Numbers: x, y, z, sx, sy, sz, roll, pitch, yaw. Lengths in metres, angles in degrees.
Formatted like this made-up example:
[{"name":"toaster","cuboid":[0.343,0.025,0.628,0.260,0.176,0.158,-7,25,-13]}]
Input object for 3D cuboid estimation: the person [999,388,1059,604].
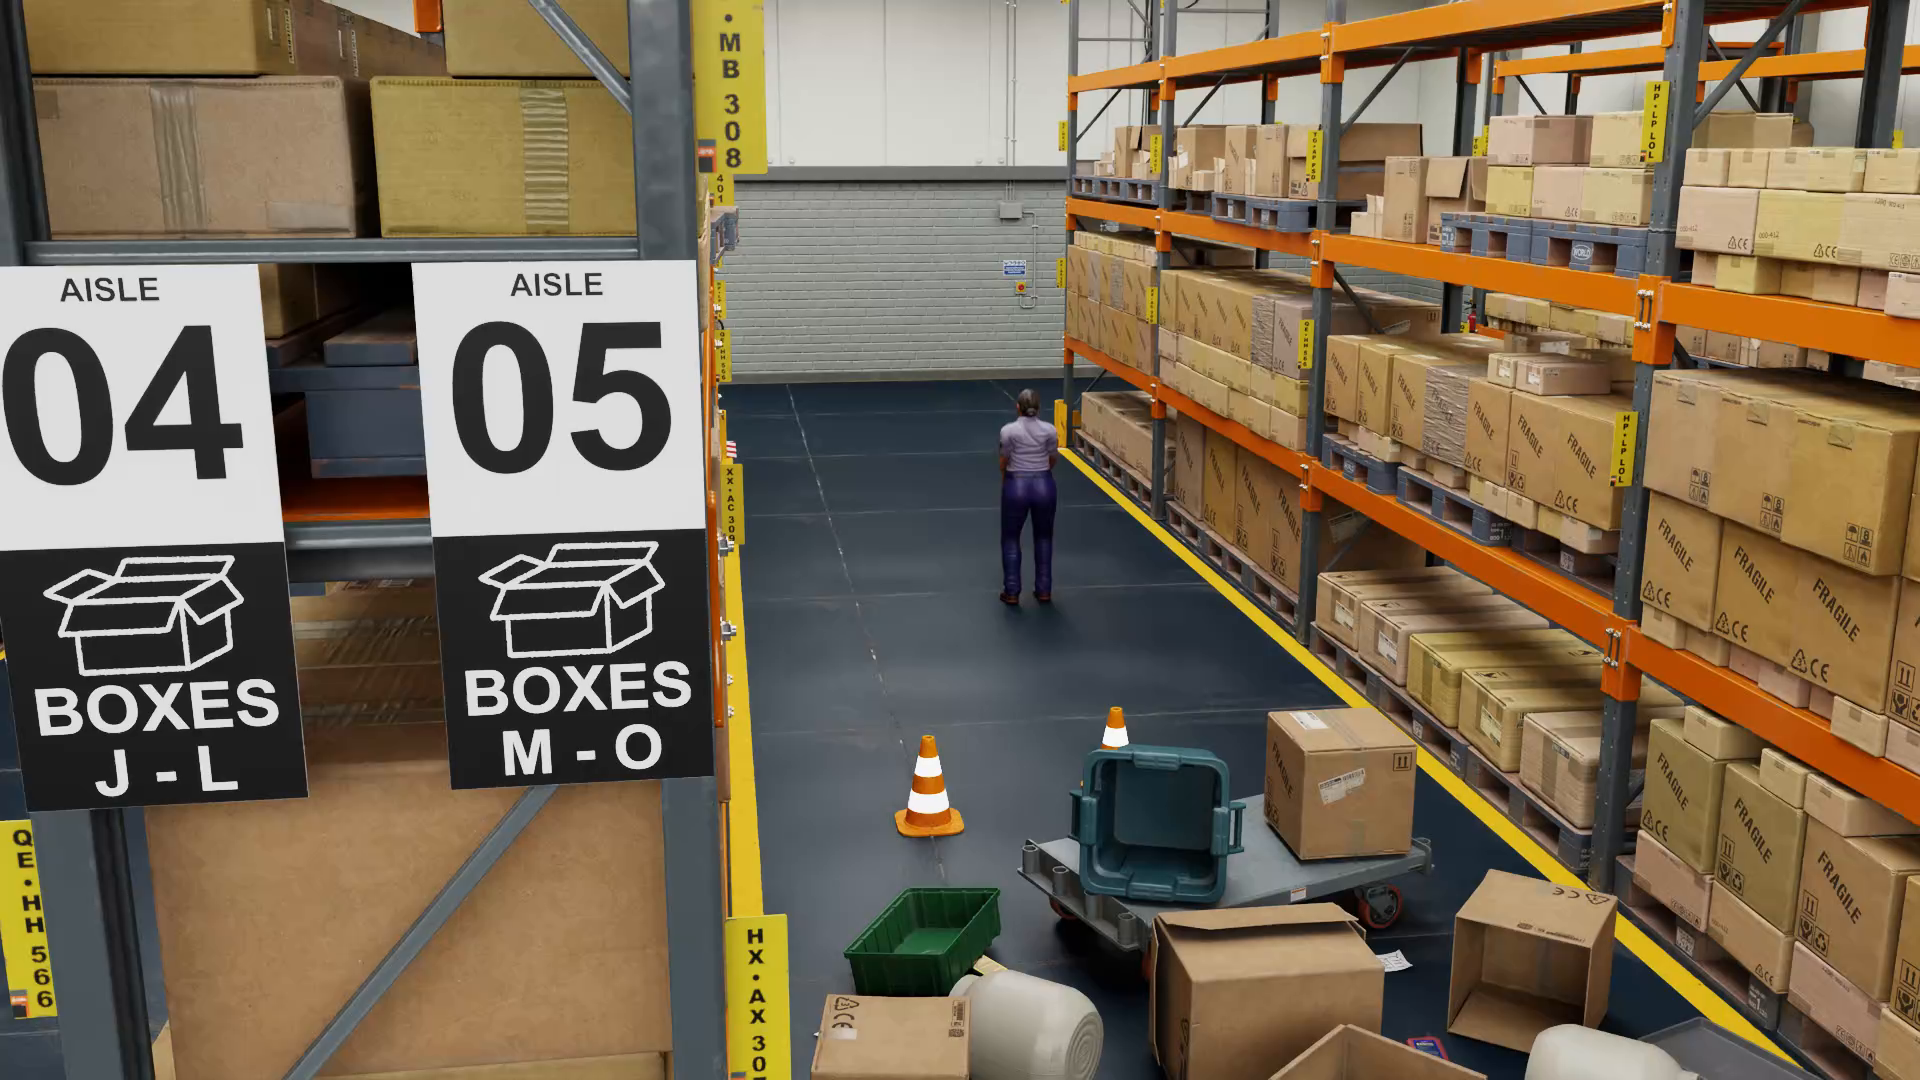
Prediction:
[{"name":"person","cuboid":[0.500,-0.349,12.525,0.453,1.637,0.519,-2,13,-7]}]
